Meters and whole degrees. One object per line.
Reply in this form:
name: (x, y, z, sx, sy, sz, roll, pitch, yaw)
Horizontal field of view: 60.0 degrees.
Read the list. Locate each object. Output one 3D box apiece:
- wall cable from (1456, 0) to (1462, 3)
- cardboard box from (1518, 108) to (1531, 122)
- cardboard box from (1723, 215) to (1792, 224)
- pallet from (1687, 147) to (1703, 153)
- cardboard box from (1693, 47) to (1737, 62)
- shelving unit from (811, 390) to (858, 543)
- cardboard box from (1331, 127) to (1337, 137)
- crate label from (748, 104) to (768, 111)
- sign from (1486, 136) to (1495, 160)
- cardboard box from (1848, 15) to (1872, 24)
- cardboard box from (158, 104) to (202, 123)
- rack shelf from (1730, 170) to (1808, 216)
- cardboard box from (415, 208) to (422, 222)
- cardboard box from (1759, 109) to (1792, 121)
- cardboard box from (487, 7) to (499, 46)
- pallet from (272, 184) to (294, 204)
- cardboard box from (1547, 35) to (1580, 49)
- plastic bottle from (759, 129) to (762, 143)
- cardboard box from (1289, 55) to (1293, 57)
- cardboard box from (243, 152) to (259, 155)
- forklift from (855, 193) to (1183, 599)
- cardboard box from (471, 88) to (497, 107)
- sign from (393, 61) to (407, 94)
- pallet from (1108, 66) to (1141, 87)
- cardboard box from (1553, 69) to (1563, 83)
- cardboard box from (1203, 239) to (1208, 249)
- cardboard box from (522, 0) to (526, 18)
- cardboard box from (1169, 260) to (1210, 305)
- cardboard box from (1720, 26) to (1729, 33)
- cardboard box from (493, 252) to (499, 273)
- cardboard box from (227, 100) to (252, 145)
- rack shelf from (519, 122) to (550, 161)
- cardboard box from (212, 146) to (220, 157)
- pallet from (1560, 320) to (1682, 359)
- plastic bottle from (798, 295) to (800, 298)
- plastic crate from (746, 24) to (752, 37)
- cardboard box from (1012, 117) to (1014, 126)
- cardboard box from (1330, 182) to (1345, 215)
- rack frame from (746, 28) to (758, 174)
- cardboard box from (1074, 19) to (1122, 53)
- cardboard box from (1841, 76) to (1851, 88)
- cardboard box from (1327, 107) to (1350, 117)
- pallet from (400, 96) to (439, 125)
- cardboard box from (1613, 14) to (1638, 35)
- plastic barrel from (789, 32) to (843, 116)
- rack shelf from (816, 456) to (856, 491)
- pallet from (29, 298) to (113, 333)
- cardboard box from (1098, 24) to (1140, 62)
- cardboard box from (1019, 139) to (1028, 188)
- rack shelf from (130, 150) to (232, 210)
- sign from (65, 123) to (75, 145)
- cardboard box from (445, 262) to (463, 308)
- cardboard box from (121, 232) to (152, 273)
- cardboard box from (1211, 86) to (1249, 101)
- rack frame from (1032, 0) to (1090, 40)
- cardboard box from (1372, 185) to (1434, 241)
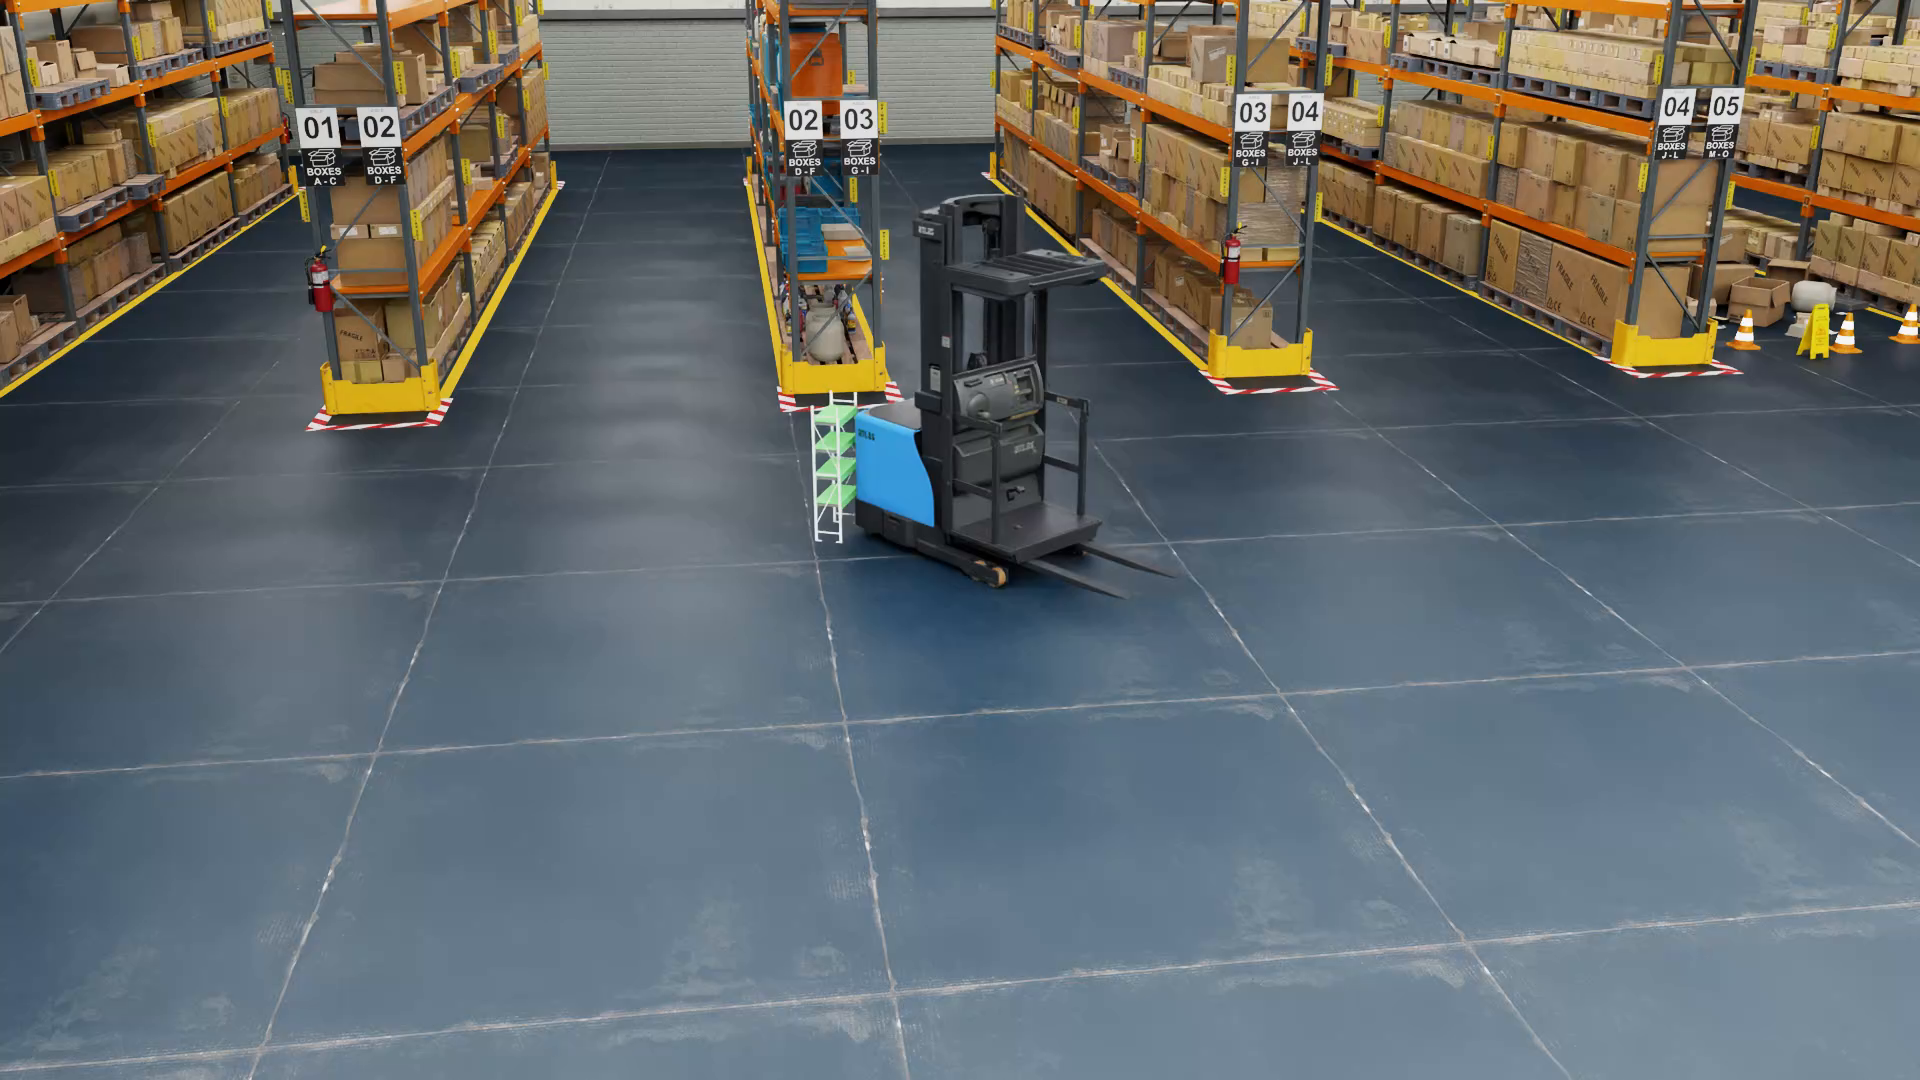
wall cable: (13.430, -14.334, 39.754, 2.988, 3.039, 0.133, -3, 21, -8)
cardboard box: (11.199, -8.374, 32.282, 0.500, 0.500, 0.500, -3, 21, -9)
cardboard box: (12.465, -4.869, 26.194, 0.950, 0.372, 0.625, -2, 21, -6)
pallet: (12.383, -6.286, 27.107, 1.213, 0.211, 1.003, -3, 21, -8)
cardboard box: (8.712, -5.599, 19.182, 0.380, 0.149, 0.250, -3, 21, -7)
shelving unit: (-1.064, -0.630, 14.261, 0.258, 1.200, 0.503, 5, 21, 14)
cardboard box: (6.586, -7.003, 28.513, 0.380, 0.149, 0.250, -2, 21, -6)
crate label: (-3.976, -8.485, 32.874, 0.416, 0.233, 0.303, -3, 21, -8)
sign: (7.333, -5.422, 22.978, 0.100, 0.325, 0.005, -3, 21, -8)
cardboard box: (16.381, -9.446, 30.198, 0.380, 0.149, 0.250, -3, 21, -7)
cardboard box: (-12.455, -6.796, 26.532, 0.500, 0.250, 0.500, -3, 21, -7)
rack shelf: (12.464, -5.587, 25.991, 1.077, 0.370, 4.000, -3, 21, -8)
cardboard box: (-6.234, -3.611, 18.603, 0.380, 0.149, 0.250, -3, 21, -9)
cardboard box: (12.287, -6.399, 25.040, 0.380, 0.149, 0.250, -4, 21, -10)
cardboard box: (-8.012, -8.521, 27.645, 0.600, 0.600, 0.600, -5, 21, -13)
pallet: (-13.297, -6.558, 31.548, 1.003, 0.211, 1.213, -3, 21, -8)
cardboard box: (7.733, -6.356, 21.210, 0.380, 0.149, 0.250, -3, 21, -7)
plastic bottle: (-3.459, -7.003, 28.920, 0.061, 0.283, 0.133, -3, 21, -8)
cardboard box: (6.523, -9.435, 33.268, 0.500, 0.500, 0.500, -4, 21, -10)
cardboard box: (-13.505, -7.263, 31.494, 0.380, 0.149, 0.250, -3, 21, -7)
forklift: (0.462, -1.193, 13.294, 1.130, 2.935, 3.031, -18, 27, -40)
cardboard box: (-8.340, -7.681, 28.996, 0.500, 0.500, 0.500, -3, 21, -7)
sign: (-5.731, -4.726, 17.009, 0.100, 0.325, 0.005, -3, 21, -8)
pallet: (2.809, -6.627, 23.729, 1.213, 0.211, 1.003, -3, 21, -8)
cardboard box: (7.770, -5.894, 21.114, 0.380, 0.149, 0.250, -3, 21, -8)
cardboard box: (3.133, -3.576, 19.936, 0.380, 0.149, 0.250, -3, 21, -8)
cardboard box: (-8.331, -9.787, 30.348, 0.700, 0.500, 0.500, -3, 21, -8)
cardboard box: (3.053, -3.419, 22.131, 0.500, 0.500, 0.500, 4, 21, 9)
cardboard box: (15.812, -10.443, 34.035, 0.380, 0.149, 0.250, -3, 21, -8)
cardboard box: (-6.970, -4.005, 24.056, 0.500, 0.250, 0.500, -2, 21, -7)
cardboard box: (-13.075, -7.335, 29.212, 0.980, 0.700, 0.700, -3, 21, -9)
rack shelf: (-8.300, -7.359, 30.735, 1.077, 0.370, 4.000, -3, 21, -8)
cardboard box: (-12.524, -6.455, 27.617, 0.380, 0.149, 0.250, -3, 21, -7)
pallet: (8.252, -2.529, 20.760, 1.003, 0.211, 1.213, -3, 21, -8)
plastic bottle: (-2.110, -3.066, 21.482, 0.097, 0.271, 0.097, 0, 20, 0)
plastic crate: (-3.737, -9.470, 31.161, 0.504, 0.338, 0.767, -3, 21, -8)
cardboard box: (1.203, -8.006, 31.799, 0.380, 0.149, 0.250, -3, 21, -7)
cardboard box: (6.774, -5.935, 28.866, 0.500, 0.500, 0.500, -4, 21, -10)
rack frame: (-3.686, -8.637, 33.128, 1.000, 3.000, 0.127, -3, 21, -8)
cardboard box: (2.210, -7.975, 26.320, 0.797, 0.503, 0.637, -2, 21, -5)
cardboard box: (12.552, -6.398, 23.205, 0.380, 0.149, 0.250, -3, 21, -9)
cardboard box: (6.546, -7.374, 28.656, 0.380, 0.149, 0.250, -2, 21, -6)
pallet: (-6.537, -4.882, 18.914, 1.003, 0.211, 1.213, -3, 21, -8)
cardboard box: (11.634, -8.861, 28.698, 0.500, 0.500, 0.500, -3, 21, -7)
plastic barrel: (-1.575, -5.062, 18.056, 0.600, 0.830, 0.708, -3, 21, -8)
rack shelf: (-1.064, -0.570, 14.284, 0.258, 0.148, 0.480, 5, 21, 14)
pallet: (-11.873, -2.946, 21.876, 1.003, 0.211, 1.213, -3, 21, -8)
cardboard box: (2.331, -7.278, 24.345, 0.500, 0.500, 0.500, -4, 21, -9)
cardboard box: (1.646, -7.247, 31.844, 0.875, 0.875, 0.875, -3, 21, -8)
rack shelf: (-12.624, -5.723, 26.354, 1.077, 0.370, 4.000, -3, 21, -8)
sign: (-12.885, -5.881, 24.094, 0.100, 0.325, 0.005, -3, 21, -8)
cardboard box: (-6.514, -3.170, 20.750, 0.500, 0.500, 0.500, -3, 21, -8)
cardboard box: (-12.181, -4.156, 24.074, 0.700, 0.500, 0.500, -3, 21, -7)
cardboard box: (3.104, -5.135, 19.108, 0.380, 0.149, 0.250, -4, 21, -10)
rack frame: (1.792, -10.312, 29.039, 1.000, 3.000, 0.127, -3, 21, -8)
cardboard box: (7.290, -5.260, 26.701, 1.050, 0.750, 0.750, -3, 21, -8)
